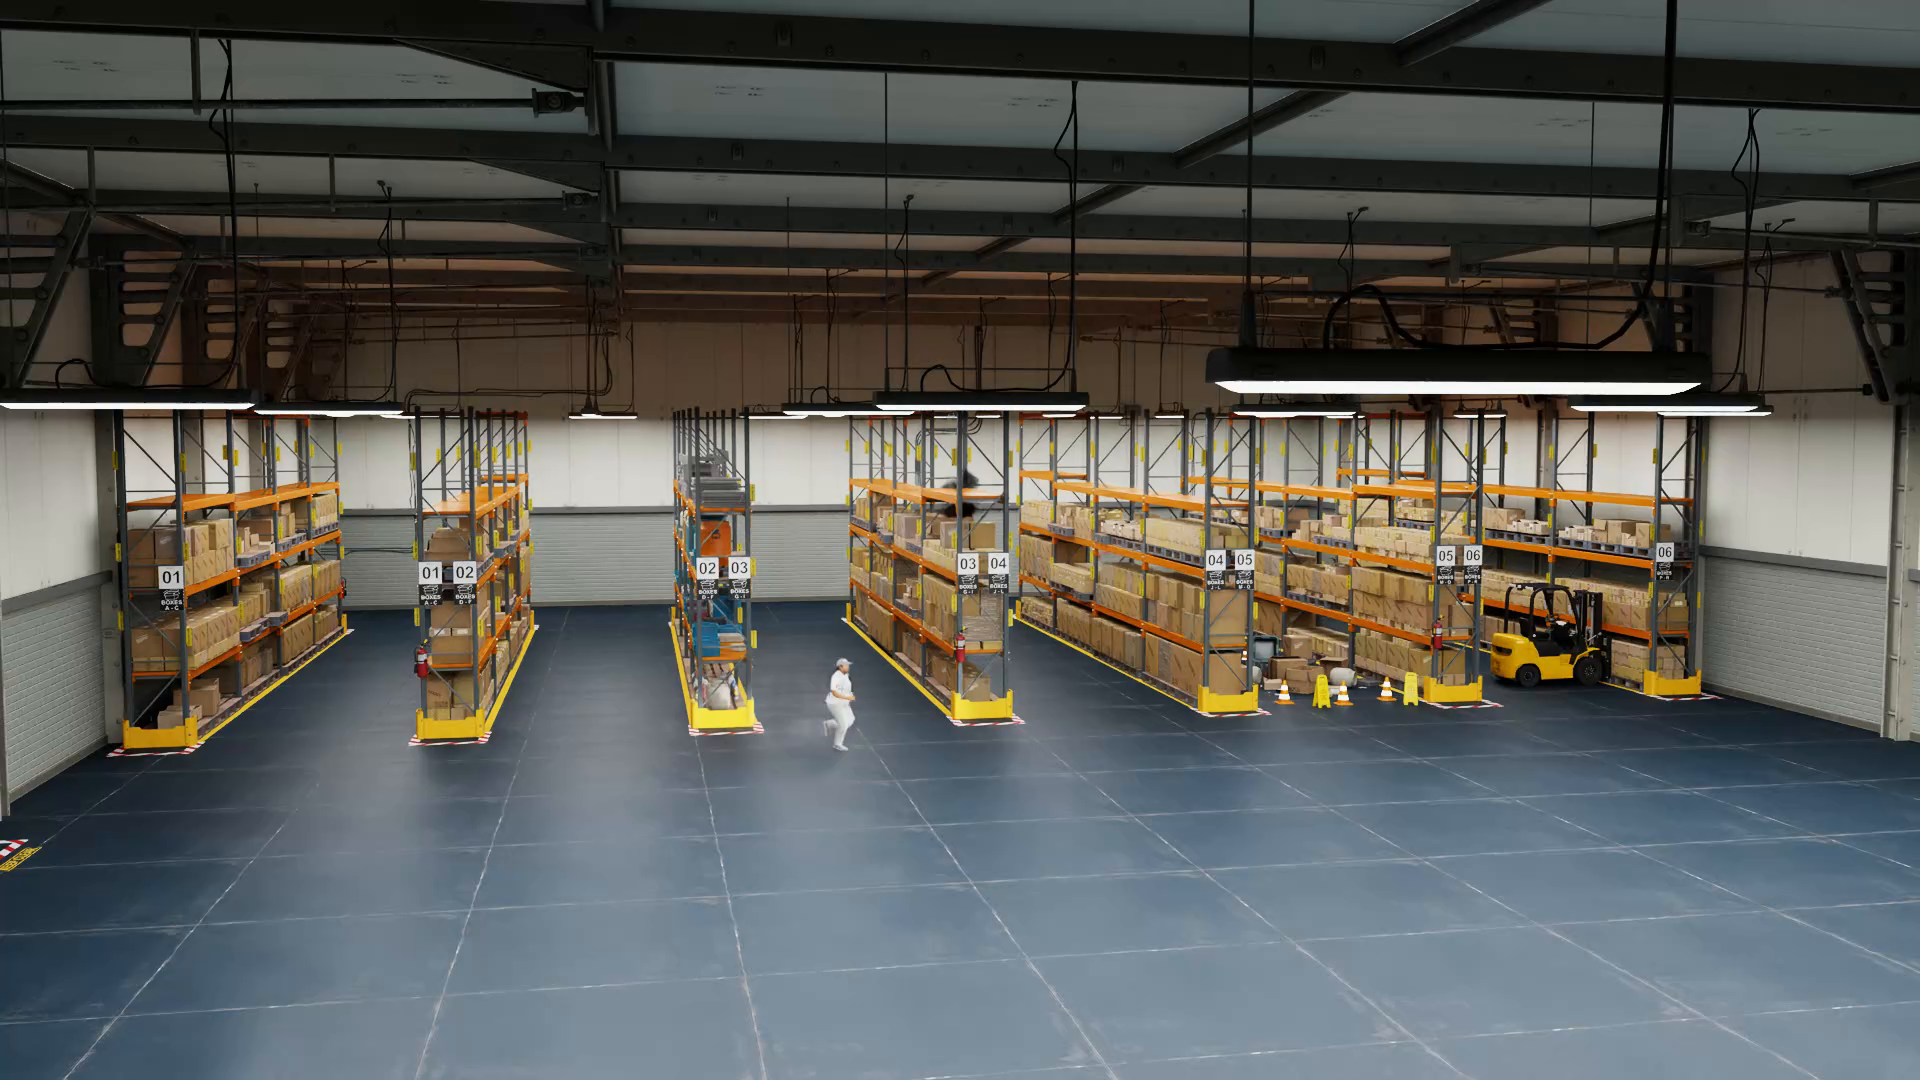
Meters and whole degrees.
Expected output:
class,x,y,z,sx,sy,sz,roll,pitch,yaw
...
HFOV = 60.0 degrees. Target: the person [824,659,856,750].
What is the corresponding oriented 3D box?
class,x,y,z,sx,sy,sz,roll,pitch,yaw
person,-2.099,2.871,29.060,0.642,1.623,0.644,1,4,18
